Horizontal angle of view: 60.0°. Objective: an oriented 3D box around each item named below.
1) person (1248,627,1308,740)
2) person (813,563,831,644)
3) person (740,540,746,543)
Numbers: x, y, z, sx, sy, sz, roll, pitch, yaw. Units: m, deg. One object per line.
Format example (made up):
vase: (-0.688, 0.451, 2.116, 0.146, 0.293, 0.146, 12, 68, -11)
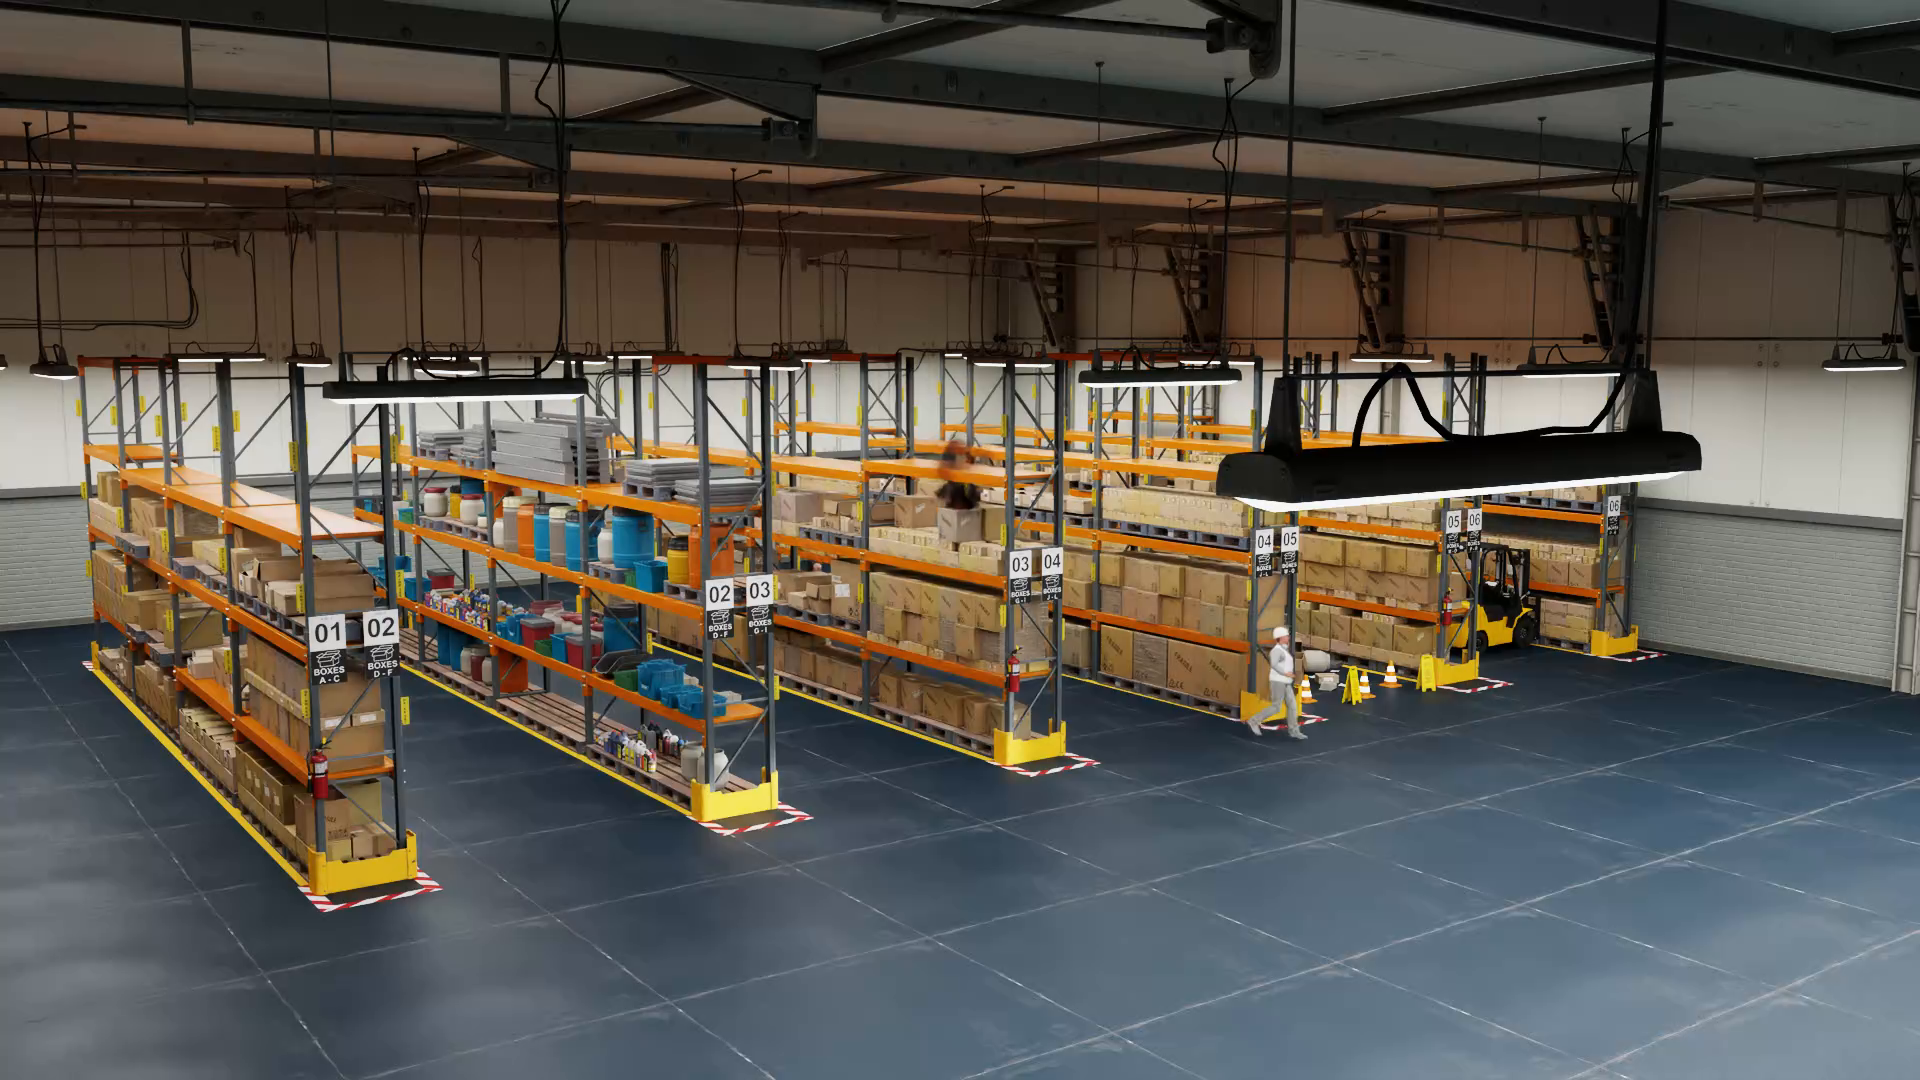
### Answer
person: (5.117, 2.259, 26.424, 0.956, 1.736, 0.722, 3, 8, 24)
person: (-2.893, 1.360, 33.835, 0.710, 1.784, 1.005, -6, 9, -40)
person: (-5.145, 0.792, 39.241, 0.541, 1.586, 0.699, -4, 8, -30)
